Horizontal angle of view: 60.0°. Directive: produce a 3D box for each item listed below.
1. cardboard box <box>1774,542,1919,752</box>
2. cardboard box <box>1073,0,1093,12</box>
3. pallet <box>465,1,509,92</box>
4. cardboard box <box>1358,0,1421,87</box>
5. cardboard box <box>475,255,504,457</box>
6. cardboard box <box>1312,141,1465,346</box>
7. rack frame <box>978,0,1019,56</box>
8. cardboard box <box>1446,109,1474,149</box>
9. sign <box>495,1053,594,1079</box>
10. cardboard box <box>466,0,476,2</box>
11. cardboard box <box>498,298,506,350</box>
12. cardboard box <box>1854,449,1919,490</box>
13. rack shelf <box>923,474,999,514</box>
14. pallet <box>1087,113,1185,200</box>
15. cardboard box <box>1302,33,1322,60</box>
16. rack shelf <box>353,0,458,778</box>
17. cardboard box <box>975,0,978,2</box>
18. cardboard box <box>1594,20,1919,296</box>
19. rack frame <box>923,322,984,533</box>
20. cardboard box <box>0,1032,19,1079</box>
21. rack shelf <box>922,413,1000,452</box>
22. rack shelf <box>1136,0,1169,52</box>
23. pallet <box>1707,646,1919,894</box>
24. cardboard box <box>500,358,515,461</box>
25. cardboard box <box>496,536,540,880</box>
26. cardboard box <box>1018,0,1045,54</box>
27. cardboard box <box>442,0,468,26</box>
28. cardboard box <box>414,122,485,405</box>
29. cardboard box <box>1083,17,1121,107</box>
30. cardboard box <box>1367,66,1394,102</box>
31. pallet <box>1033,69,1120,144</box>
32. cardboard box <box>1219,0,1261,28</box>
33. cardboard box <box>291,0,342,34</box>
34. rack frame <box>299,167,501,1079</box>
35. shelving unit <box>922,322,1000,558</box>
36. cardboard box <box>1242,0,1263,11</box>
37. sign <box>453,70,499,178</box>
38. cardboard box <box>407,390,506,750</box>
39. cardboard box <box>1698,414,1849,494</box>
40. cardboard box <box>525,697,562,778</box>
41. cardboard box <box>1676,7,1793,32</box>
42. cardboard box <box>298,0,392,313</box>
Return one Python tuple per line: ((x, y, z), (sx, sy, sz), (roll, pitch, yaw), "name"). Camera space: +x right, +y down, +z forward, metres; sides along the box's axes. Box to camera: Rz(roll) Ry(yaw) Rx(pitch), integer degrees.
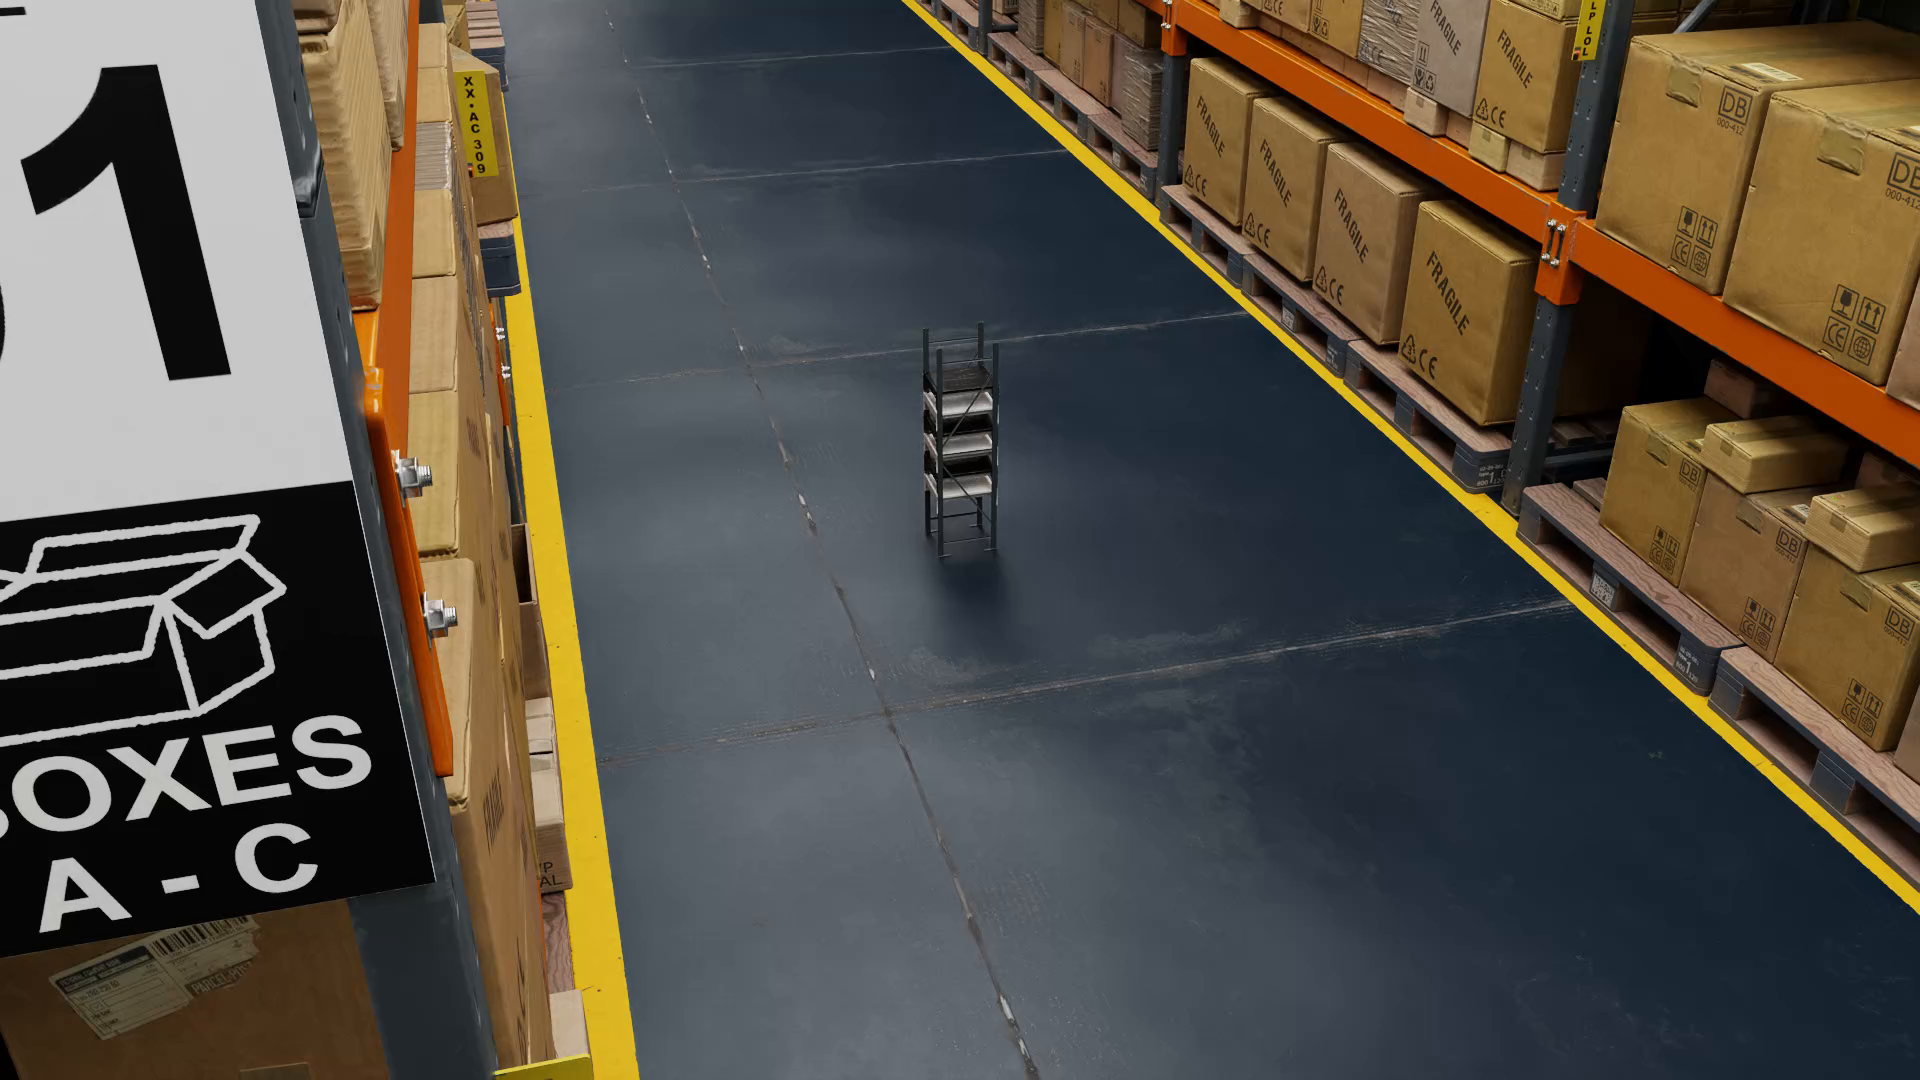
((3.133, 0.285, 5.339), (0.700, 0.500, 0.500), (-7, 31, -12), "cardboard box")
((1.119, -3.961, 11.907), (0.500, 0.250, 0.500), (-9, 31, -15), "cardboard box")
((-2.820, -2.351, 8.009), (1.213, 0.211, 1.003), (-8, 31, -13), "pallet")
((2.134, -2.340, 7.381), (0.500, 0.500, 0.500), (-8, 31, -13), "cardboard box")
((-1.487, -0.407, 4.360), (0.500, 0.500, 0.500), (-7, 31, -12), "cardboard box")
((2.233, -1.458, 8.001), (0.750, 0.750, 0.750), (-7, 31, -12), "cardboard box")
((0.646, -5.345, 12.989), (1.000, 3.000, 0.127), (-8, 31, -13), "rack frame")
((2.292, -1.756, 7.021), (0.380, 0.149, 0.250), (-7, 31, -12), "cardboard box")
((-0.421, 0.665, 1.743), (0.100, 0.325, 0.005), (-8, 31, -13), "sign")
((-3.745, -3.761, 12.019), (0.500, 0.311, 0.500), (-8, 31, -13), "cardboard box")
((-2.456, -1.190, 7.868), (0.500, 0.500, 0.500), (-9, 31, -15), "cardboard box")
((3.234, -0.202, 5.533), (0.380, 0.149, 0.250), (-9, 31, -15), "cardboard box")
((0.002, -0.201, 6.625), (0.258, 0.077, 0.200), (-8, 31, -13), "rack shelf")
((1.502, -2.583, 11.003), (1.003, 0.211, 1.213), (-8, 31, -13), "pallet")
((1.940, -2.505, 8.314), (0.380, 0.149, 0.250), (-7, 31, -13), "cardboard box")
((-1.475, -0.841, 2.933), (1.077, 0.370, 4.000), (-8, 31, -13), "rack shelf")
((0.332, -4.949, 14.362), (0.500, 0.500, 0.500), (-10, 32, -17), "cardboard box")
((2.898, -1.346, 5.782), (0.980, 0.700, 0.700), (-7, 31, -13), "cardboard box")
((-0.025, -0.435, 6.603), (0.240, 0.900, 0.006), (-8, 31, -13), "rack frame")
((-1.327, 0.457, 1.868), (0.500, 0.500, 0.500), (-8, 31, -14), "cardboard box")
((0.002, -0.435, 6.489), (0.258, 0.077, 0.200), (-8, 31, -13), "rack shelf")
((1.177, -4.067, 11.501), (1.077, 0.370, 4.000), (-8, 31, -13), "rack shelf")
((3.223, 0.694, 5.340), (1.003, 0.211, 1.213), (-8, 31, -13), "pallet")
((-2.051, -0.451, 6.591), (0.500, 0.500, 0.500), (-7, 31, -13), "cardboard box")
((-1.080, 0.328, 3.090), (0.500, 0.500, 0.500), (-8, 31, -13), "cardboard box")
((0.858, -4.100, 12.895), (0.700, 0.500, 0.500), (-7, 31, -12), "cardboard box")
((-2.791, -2.688, 7.881), (0.700, 0.500, 0.500), (-19, 35, -30), "cardboard box")
((-1.350, -0.596, 3.687), (0.500, 0.500, 0.500), (-8, 31, -13), "cardboard box")
((1.283, -3.363, 11.621), (0.700, 0.500, 0.500), (-8, 31, -14), "cardboard box")
((2.112, -2.126, 7.659), (0.380, 0.149, 0.250), (-9, 31, -15), "cardboard box")
((1.182, -3.172, 12.019), (1.003, 0.211, 1.213), (-8, 31, -13), "pallet")
((1.619, -2.860, 8.928), (0.380, 0.149, 0.250), (-7, 31, -12), "cardboard box")
((-0.829, -0.621, 1.485), (0.500, 0.250, 0.500), (-8, 31, -13), "cardboard box")
((-0.944, 1.112, 1.835), (1.000, 3.000, 0.127), (-8, 31, -13), "rack frame")
((0.002, -0.386, 6.518), (0.258, 0.900, 0.210), (-8, 31, -13), "shelving unit")
((1.720, -3.071, 8.644), (0.500, 0.500, 0.500), (-7, 31, -12), "cardboard box")
((-1.484, -1.271, 5.087), (0.100, 0.325, 0.005), (-8, 31, -13), "sign")
((-0.953, 0.135, 2.425), (0.500, 0.500, 0.500), (-8, 31, -13), "cardboard box")
((2.784, -0.297, 5.697), (0.380, 0.149, 0.250), (-7, 31, -12), "cardboard box")
((-1.423, 0.634, 5.067), (0.380, 0.149, 0.250), (-8, 31, -13), "cardboard box")
((2.890, -1.917, 6.651), (0.500, 0.500, 0.500), (-9, 31, -15), "cardboard box")
((-0.835, -0.404, 1.608), (0.500, 0.250, 0.500), (-8, 31, -13), "cardboard box")
